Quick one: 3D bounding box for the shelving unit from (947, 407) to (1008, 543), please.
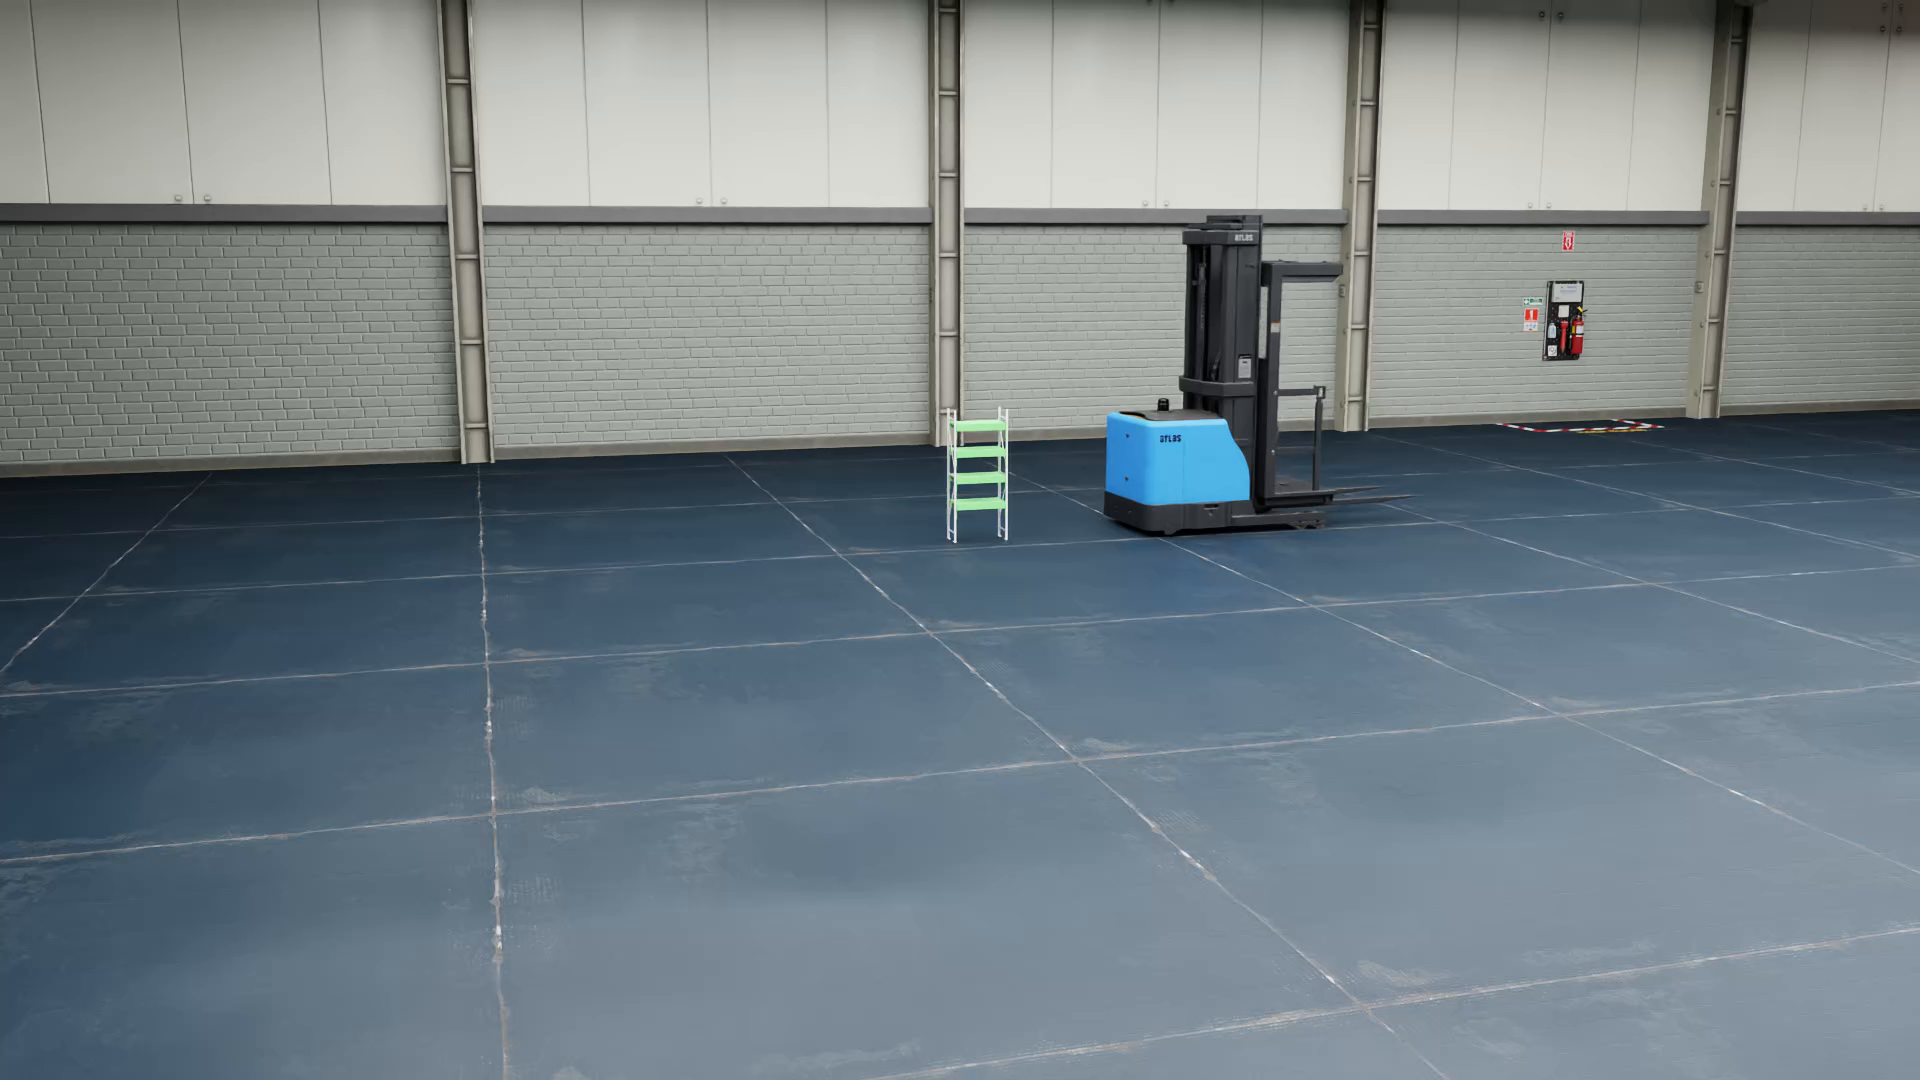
[{"bbox_3d":[0.159,-0.598,15.187,0.503,1.200,0.258,-3,11,-16],"label":"shelving unit"}]

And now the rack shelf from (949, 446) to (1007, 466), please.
[{"bbox_3d":[0.159,-0.772,15.155,0.480,0.148,0.258,-3,11,-16],"label":"rack shelf"}]

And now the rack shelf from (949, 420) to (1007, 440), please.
[{"bbox_3d":[0.159,-1.008,15.112,0.480,0.148,0.258,-3,11,-16],"label":"rack shelf"}]

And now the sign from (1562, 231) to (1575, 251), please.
[{"bbox_3d":[8.926,-4.388,24.400,0.199,0.298,0.001,-3,11,-16],"label":"sign"}]

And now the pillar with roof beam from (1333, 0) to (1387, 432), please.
[{"bbox_3d":[6.788,-5.248,18.904,0.400,9.000,9.100,-3,11,-16],"label":"pillar with roof beam"}]

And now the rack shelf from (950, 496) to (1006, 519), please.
[{"bbox_3d":[0.159,-0.300,15.242,0.480,0.148,0.258,-3,11,-16],"label":"rack shelf"}]

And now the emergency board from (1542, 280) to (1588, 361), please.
[{"bbox_3d":[8.962,-3.231,24.518,0.643,1.169,0.194,-3,11,-16],"label":"emergency board"}]

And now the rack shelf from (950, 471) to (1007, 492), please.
[{"bbox_3d":[0.159,-0.536,15.198,0.480,0.148,0.258,-3,11,-16],"label":"rack shelf"}]

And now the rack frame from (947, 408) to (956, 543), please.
[{"bbox_3d":[-0.075,-0.586,15.120,0.015,1.200,0.240,-3,11,-16],"label":"rack frame"}]

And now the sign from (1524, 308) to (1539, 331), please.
[{"bbox_3d":[8.402,-3.239,24.461,0.234,0.329,0.001,-3,11,-16],"label":"sign"}]

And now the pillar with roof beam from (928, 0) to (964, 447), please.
[{"bbox_3d":[1.027,-4.945,17.255,0.400,9.000,9.100,-3,11,-16],"label":"pillar with roof beam"}]

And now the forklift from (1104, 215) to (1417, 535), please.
[{"bbox_3d":[2.974,-1.628,15.996,3.031,2.935,1.130,-4,11,-19],"label":"forklift"}]

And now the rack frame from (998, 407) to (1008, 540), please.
[{"bbox_3d":[0.393,-0.611,15.254,0.015,1.200,0.240,-3,11,-16],"label":"rack frame"}]

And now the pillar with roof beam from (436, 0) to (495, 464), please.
[{"bbox_3d":[-4.734,-4.641,15.605,0.400,9.000,9.100,-3,11,-16],"label":"pillar with roof beam"}]

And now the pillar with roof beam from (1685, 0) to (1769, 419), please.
[{"bbox_3d":[12.548,-5.552,20.553,0.548,9.000,9.100,-3,11,-16],"label":"pillar with roof beam"}]

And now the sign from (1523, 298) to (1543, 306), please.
[{"bbox_3d":[8.409,-3.498,24.405,0.331,0.109,0.001,-3,11,-16],"label":"sign"}]

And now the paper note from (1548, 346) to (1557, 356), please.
[{"bbox_3d":[8.773,-2.801,24.615,0.142,0.148,0.016,-3,11,-16],"label":"paper note"}]
